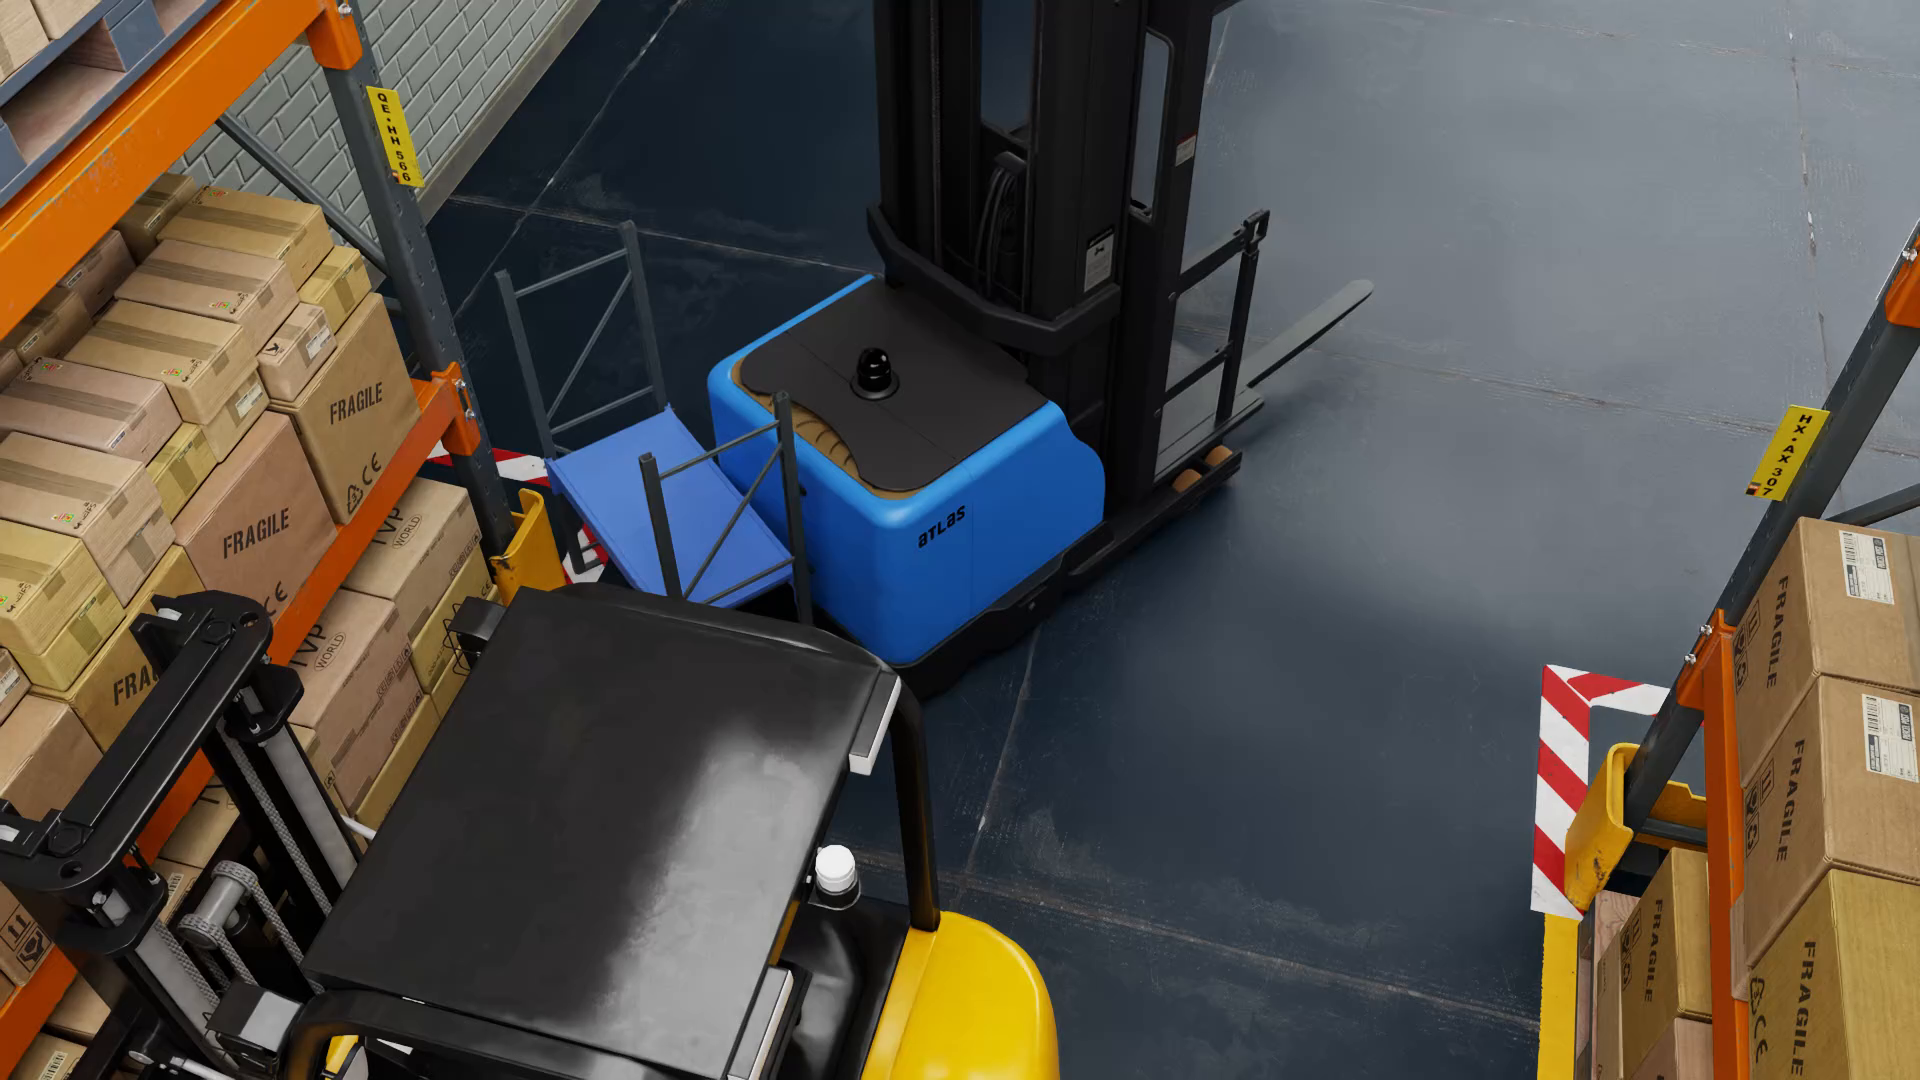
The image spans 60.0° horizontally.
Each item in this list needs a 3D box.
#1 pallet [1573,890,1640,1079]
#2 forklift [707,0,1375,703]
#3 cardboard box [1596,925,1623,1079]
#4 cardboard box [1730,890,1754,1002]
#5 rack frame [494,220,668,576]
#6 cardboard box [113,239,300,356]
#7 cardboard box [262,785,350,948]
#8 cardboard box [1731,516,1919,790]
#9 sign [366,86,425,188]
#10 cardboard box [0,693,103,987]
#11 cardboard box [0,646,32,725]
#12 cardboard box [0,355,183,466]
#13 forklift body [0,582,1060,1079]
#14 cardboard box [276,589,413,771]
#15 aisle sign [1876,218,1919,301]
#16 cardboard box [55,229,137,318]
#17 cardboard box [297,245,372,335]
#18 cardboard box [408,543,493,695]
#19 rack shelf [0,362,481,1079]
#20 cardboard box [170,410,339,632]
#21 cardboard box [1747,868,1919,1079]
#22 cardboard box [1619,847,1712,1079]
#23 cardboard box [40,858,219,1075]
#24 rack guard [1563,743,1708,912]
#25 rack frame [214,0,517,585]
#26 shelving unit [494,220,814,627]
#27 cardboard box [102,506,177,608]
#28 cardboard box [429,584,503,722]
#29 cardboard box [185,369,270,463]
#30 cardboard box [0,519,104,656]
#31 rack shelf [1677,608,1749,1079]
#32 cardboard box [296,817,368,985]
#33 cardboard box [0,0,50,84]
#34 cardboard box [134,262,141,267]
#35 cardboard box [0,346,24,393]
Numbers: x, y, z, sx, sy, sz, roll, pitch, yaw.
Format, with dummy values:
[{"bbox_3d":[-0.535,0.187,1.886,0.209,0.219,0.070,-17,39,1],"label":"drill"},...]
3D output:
[{"bbox_3d":[2.388,1.731,5.000,1.003,0.211,1.213,12,50,10],"label":"pallet"},{"bbox_3d":[0.516,-1.349,5.905,3.031,2.935,1.130,-36,57,-27],"label":"forklift"},{"bbox_3d":[2.177,1.472,4.923,0.500,0.250,0.500,11,50,10],"label":"cardboard box"},{"bbox_3d":[2.055,0.996,3.956,0.380,0.149,0.250,12,50,11],"label":"cardboard box"},{"bbox_3d":[-1.311,-0.472,6.085,0.500,1.500,0.032,-27,54,-22],"label":"rack frame"},{"bbox_3d":[-2.060,-0.665,4.558,0.380,0.149,0.250,12,50,10],"label":"cardboard box"},{"bbox_3d":[-2.218,0.953,5.047,0.500,0.250,0.500,11,49,9],"label":"cardboard box"},{"bbox_3d":[2.264,0.329,4.113,0.500,0.500,0.500,11,49,9],"label":"cardboard box"},{"bbox_3d":[-1.614,-1.149,4.752,0.100,0.325,0.005,12,50,10],"label":"sign"},{"bbox_3d":[-2.412,0.680,4.001,0.500,0.500,0.500,12,50,10],"label":"cardboard box"},{"bbox_3d":[-2.421,0.350,3.860,0.380,0.149,0.250,11,50,10],"label":"cardboard box"},{"bbox_3d":[-2.240,-0.305,4.240,0.380,0.149,0.250,12,50,10],"label":"cardboard box"},{"bbox_3d":[-0.873,1.208,4.168,2.313,2.155,1.214,12,50,10],"label":"forklift body"},{"bbox_3d":[-2.083,0.401,5.201,0.500,0.250,0.500,12,50,11],"label":"cardboard box"},{"bbox_3d":[2.373,-0.794,3.635,0.394,0.787,0.004,12,50,10],"label":"aisle sign"},{"bbox_3d":[-2.559,-0.770,4.650,0.380,0.149,0.250,13,50,11],"label":"cardboard box"},{"bbox_3d":[-1.955,-0.746,4.827,0.380,0.149,0.250,12,50,11],"label":"cardboard box"},{"bbox_3d":[-1.960,0.215,5.699,0.500,0.250,0.500,11,49,10],"label":"cardboard box"},{"bbox_3d":[-2.660,0.880,4.371,1.077,0.370,4.000,12,50,10],"label":"rack shelf"},{"bbox_3d":[-2.155,-0.056,4.651,0.500,0.500,0.500,13,50,11],"label":"cardboard box"},{"bbox_3d":[1.998,1.073,3.456,0.500,0.500,0.500,11,49,9],"label":"cardboard box"},{"bbox_3d":[2.171,1.242,4.626,0.500,0.500,0.500,10,49,9],"label":"cardboard box"},{"bbox_3d":[-2.347,1.133,4.555,0.500,0.250,0.500,11,49,9],"label":"cardboard box"},{"bbox_3d":[2.636,1.055,5.405,1.175,0.500,0.348,12,50,10],"label":"rack guard"},{"bbox_3d":[-2.134,-0.804,5.378,1.000,3.000,0.127,12,50,10],"label":"rack frame"},{"bbox_3d":[-1.022,-0.158,5.808,0.538,1.500,1.048,-27,54,-22],"label":"shelving unit"},{"bbox_3d":[-2.222,0.000,4.169,0.380,0.149,0.250,10,49,9],"label":"cardboard box"},{"bbox_3d":[-1.953,0.369,5.896,0.500,0.250,0.500,12,50,10],"label":"cardboard box"},{"bbox_3d":[-2.121,-0.380,4.504,0.380,0.149,0.250,12,50,11],"label":"cardboard box"},{"bbox_3d":[-2.264,0.093,3.888,0.380,0.149,0.250,12,50,11],"label":"cardboard box"},{"bbox_3d":[2.130,1.857,3.509,1.077,0.370,4.000,12,50,10],"label":"rack shelf"},{"bbox_3d":[-2.233,1.087,5.263,0.500,0.250,0.500,12,50,10],"label":"cardboard box"},{"bbox_3d":[-2.126,-1.082,3.365,0.396,0.266,0.258,12,50,10],"label":"cardboard box"},{"bbox_3d":[-2.473,-0.858,4.926,0.380,0.149,0.250,10,49,9],"label":"cardboard box"},{"bbox_3d":[-2.665,-0.397,4.321,0.380,0.149,0.250,12,50,10],"label":"cardboard box"}]
